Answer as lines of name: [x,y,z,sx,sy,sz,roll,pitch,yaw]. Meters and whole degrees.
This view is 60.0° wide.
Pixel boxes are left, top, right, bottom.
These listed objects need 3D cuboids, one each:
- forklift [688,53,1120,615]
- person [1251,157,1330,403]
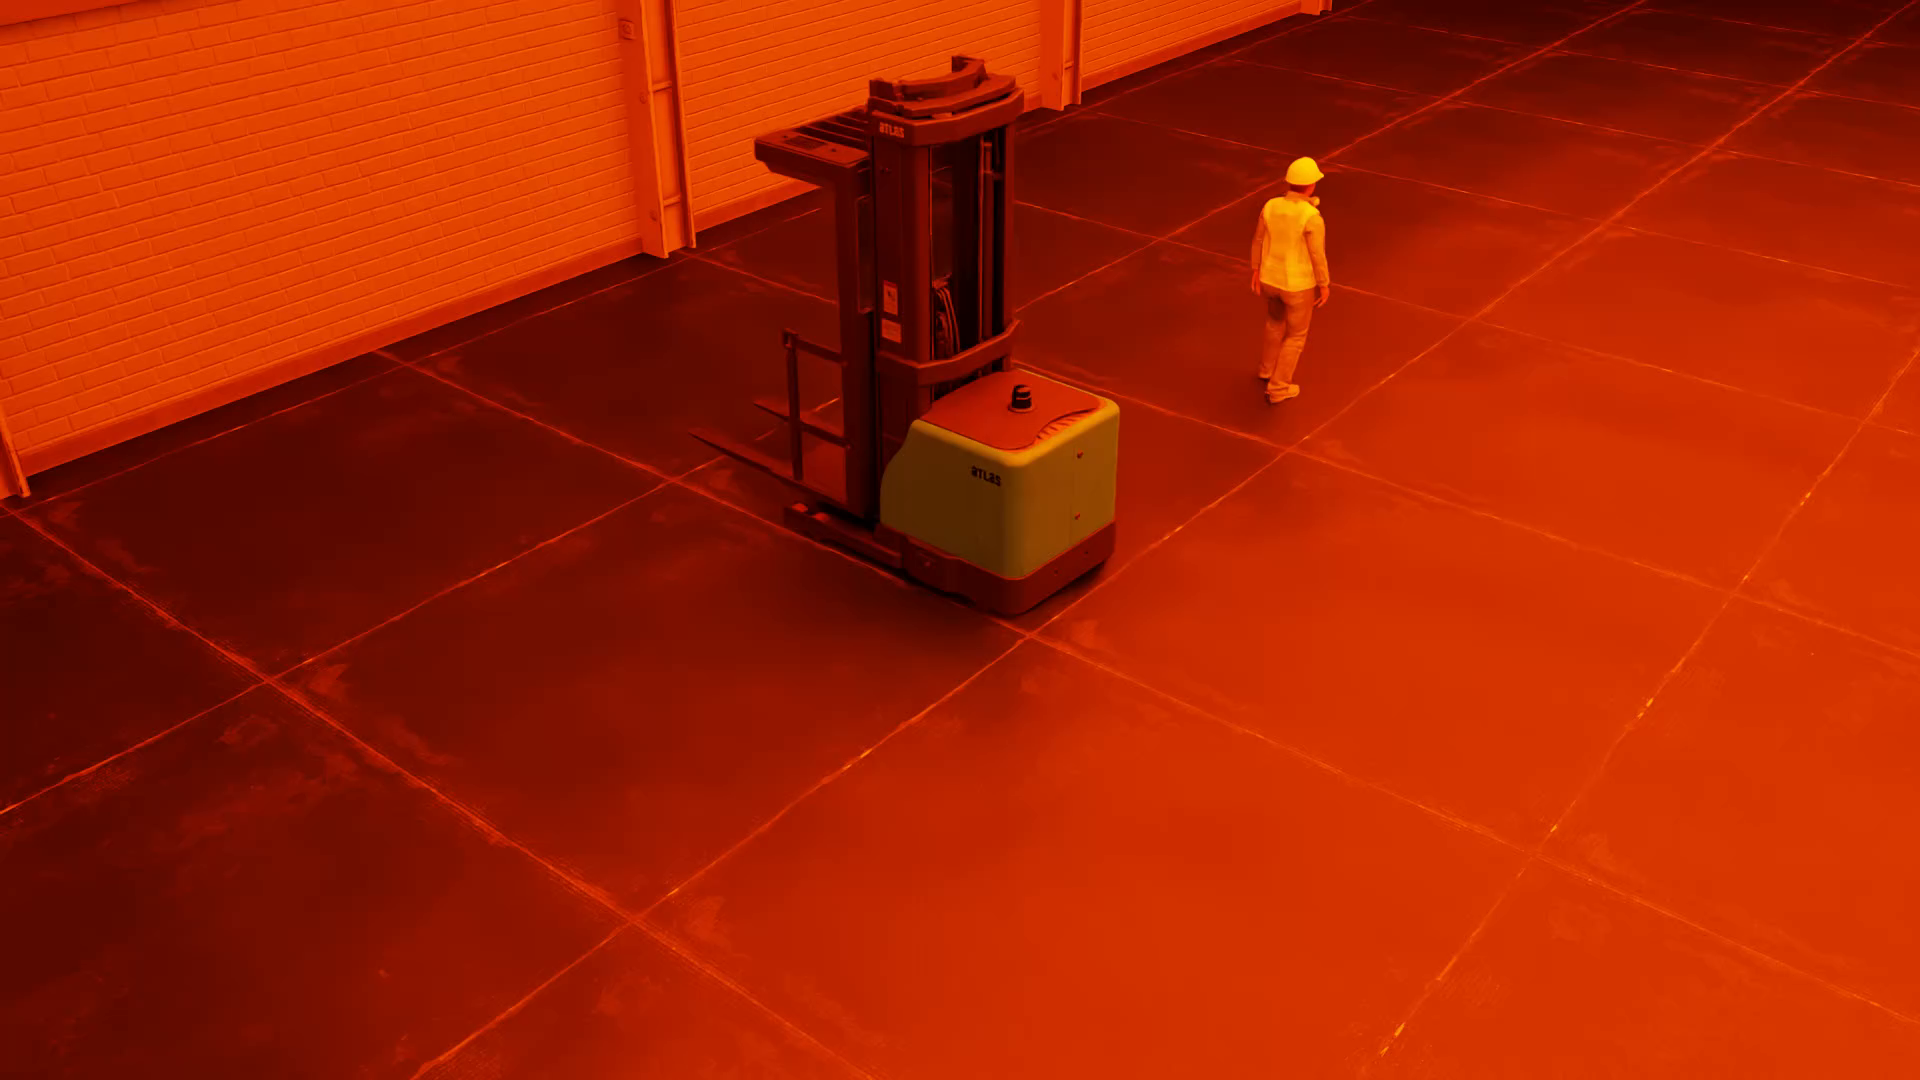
forklift: [-0.494,-1.447,10.071,3.031,2.935,1.130,23,38,34]
person: [2.410,-1.875,12.006,0.542,1.800,0.616,-24,38,-34]
